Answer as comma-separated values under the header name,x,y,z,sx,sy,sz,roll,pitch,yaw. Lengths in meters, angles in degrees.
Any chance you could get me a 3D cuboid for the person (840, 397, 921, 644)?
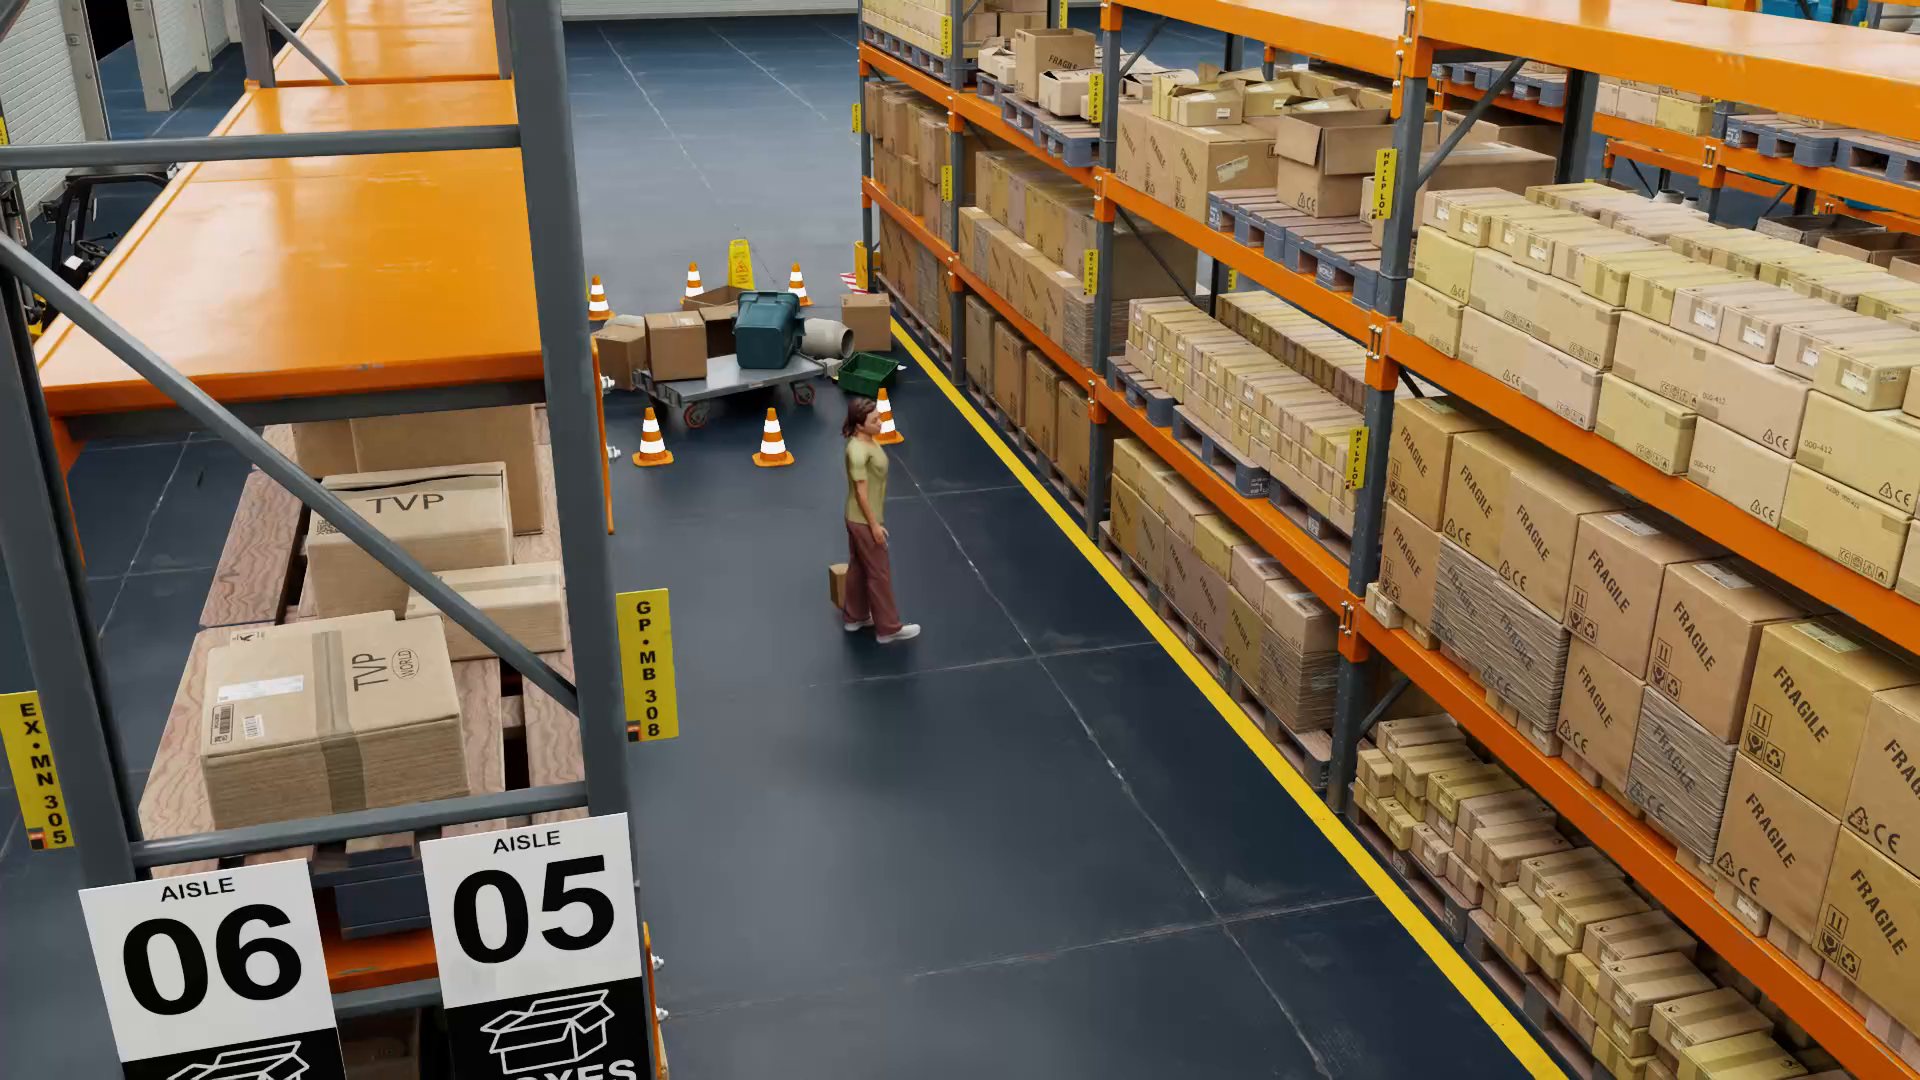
name,x,y,z,sx,sy,sz,roll,pitch,yaw
person,-0.525,-0.135,10.859,0.527,1.673,0.507,-1,23,-3
